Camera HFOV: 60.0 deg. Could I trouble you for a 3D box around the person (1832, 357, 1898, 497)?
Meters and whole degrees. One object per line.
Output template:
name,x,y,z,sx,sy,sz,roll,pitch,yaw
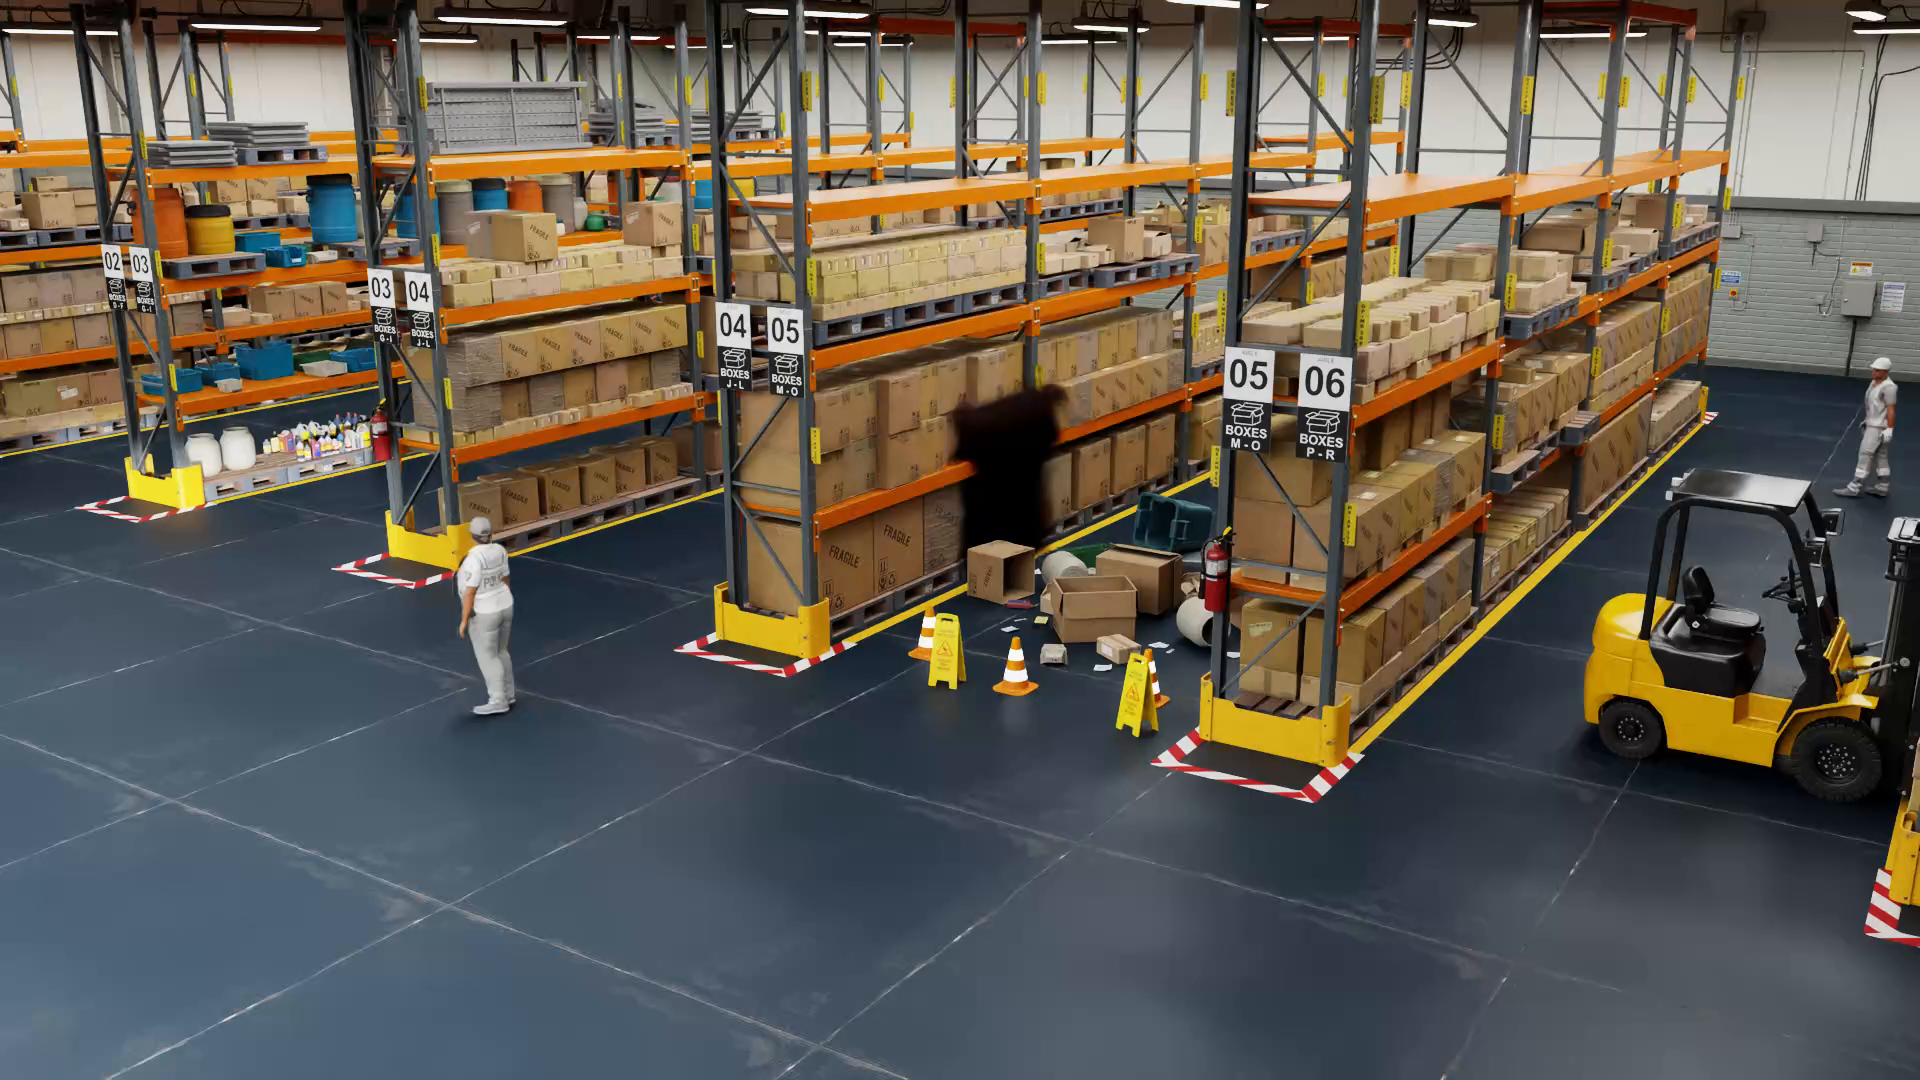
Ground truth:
person,11.554,-1.444,21.113,0.633,1.777,0.570,8,17,27

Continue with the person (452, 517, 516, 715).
person,-3.965,0.635,13.885,0.402,1.697,0.526,5,16,16

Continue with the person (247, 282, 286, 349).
person,-12.315,-3.780,29.536,0.616,1.765,0.396,-2,16,-7
